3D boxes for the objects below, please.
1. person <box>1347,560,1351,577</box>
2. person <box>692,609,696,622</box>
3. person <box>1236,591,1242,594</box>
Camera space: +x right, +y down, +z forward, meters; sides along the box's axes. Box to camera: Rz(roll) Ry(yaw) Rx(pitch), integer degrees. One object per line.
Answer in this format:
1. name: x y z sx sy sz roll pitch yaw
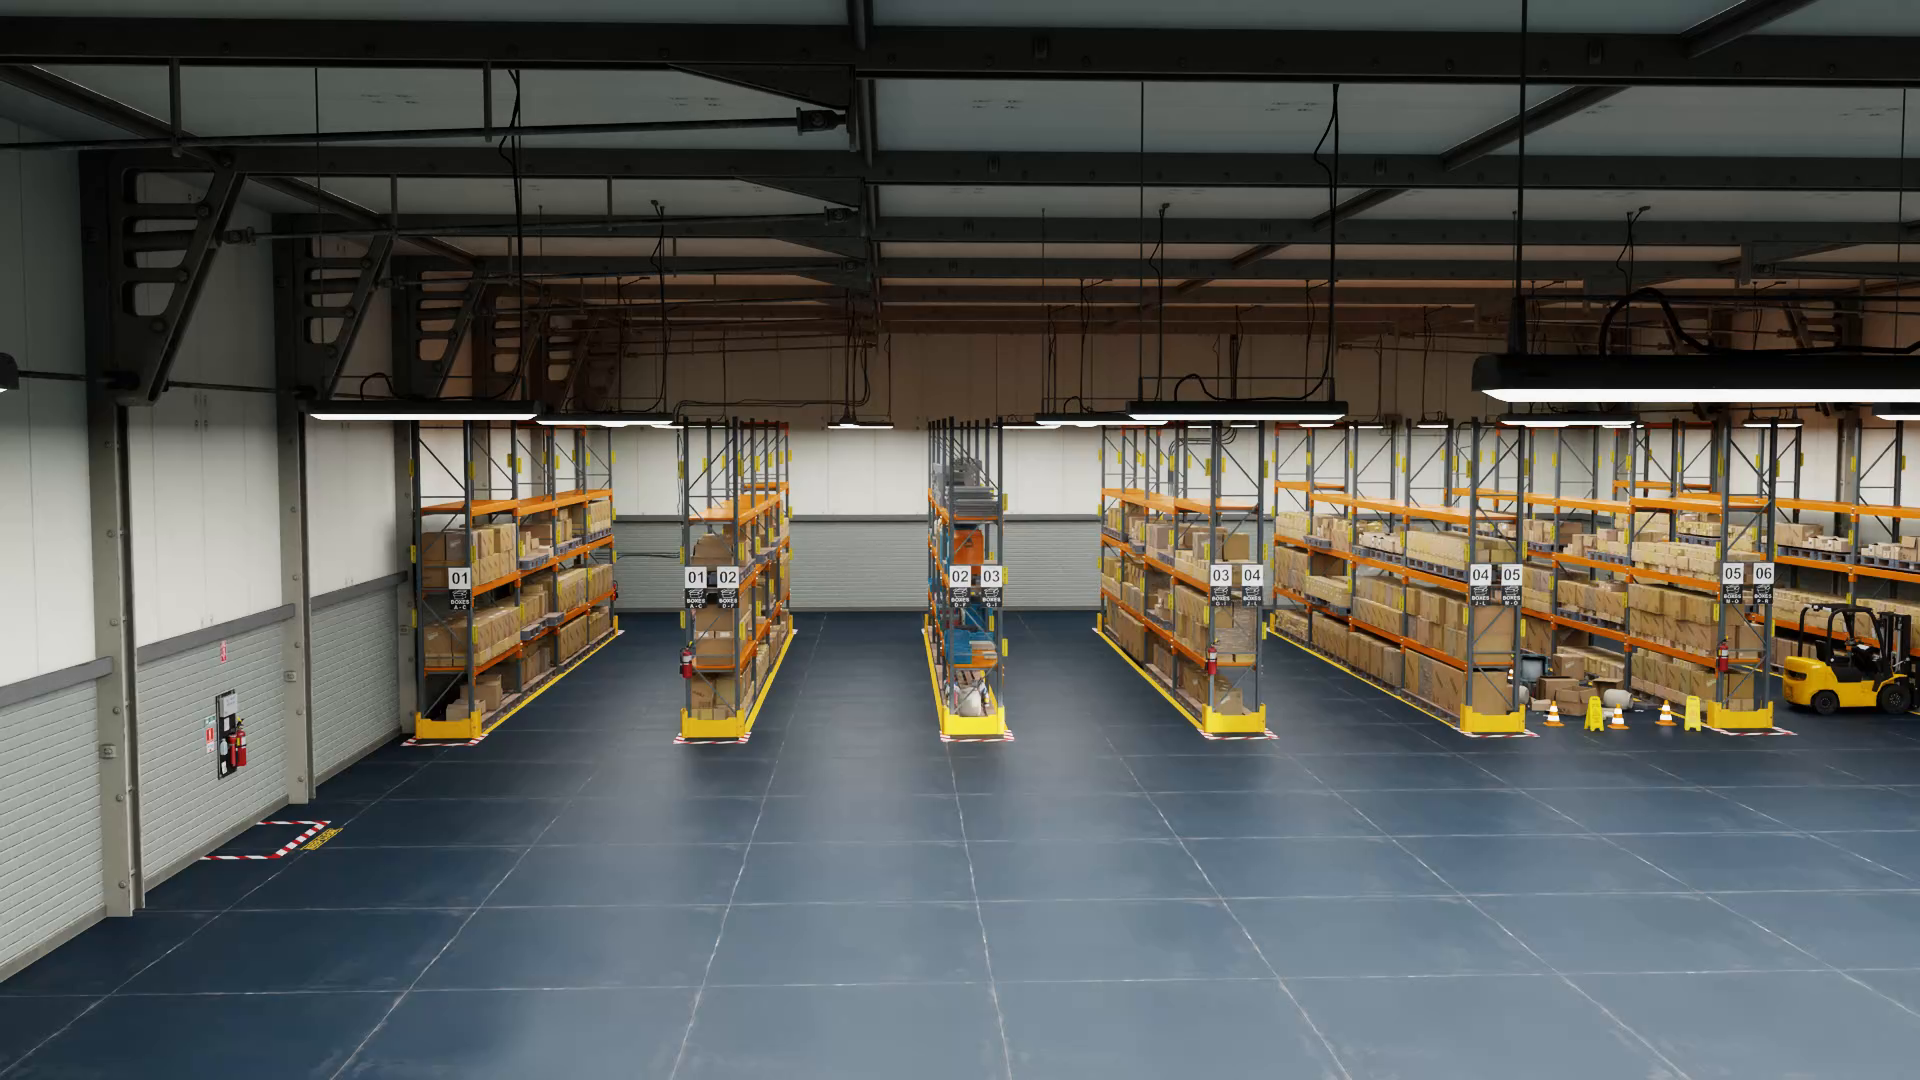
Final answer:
1. person: 11.887 1.504 51.039 0.714 1.801 0.632 -2 4 -29
2. person: -6.682 2.107 43.239 0.578 1.625 0.616 -1 4 -14
3. person: 8.216 1.783 48.322 0.664 1.619 0.651 -2 4 -33
